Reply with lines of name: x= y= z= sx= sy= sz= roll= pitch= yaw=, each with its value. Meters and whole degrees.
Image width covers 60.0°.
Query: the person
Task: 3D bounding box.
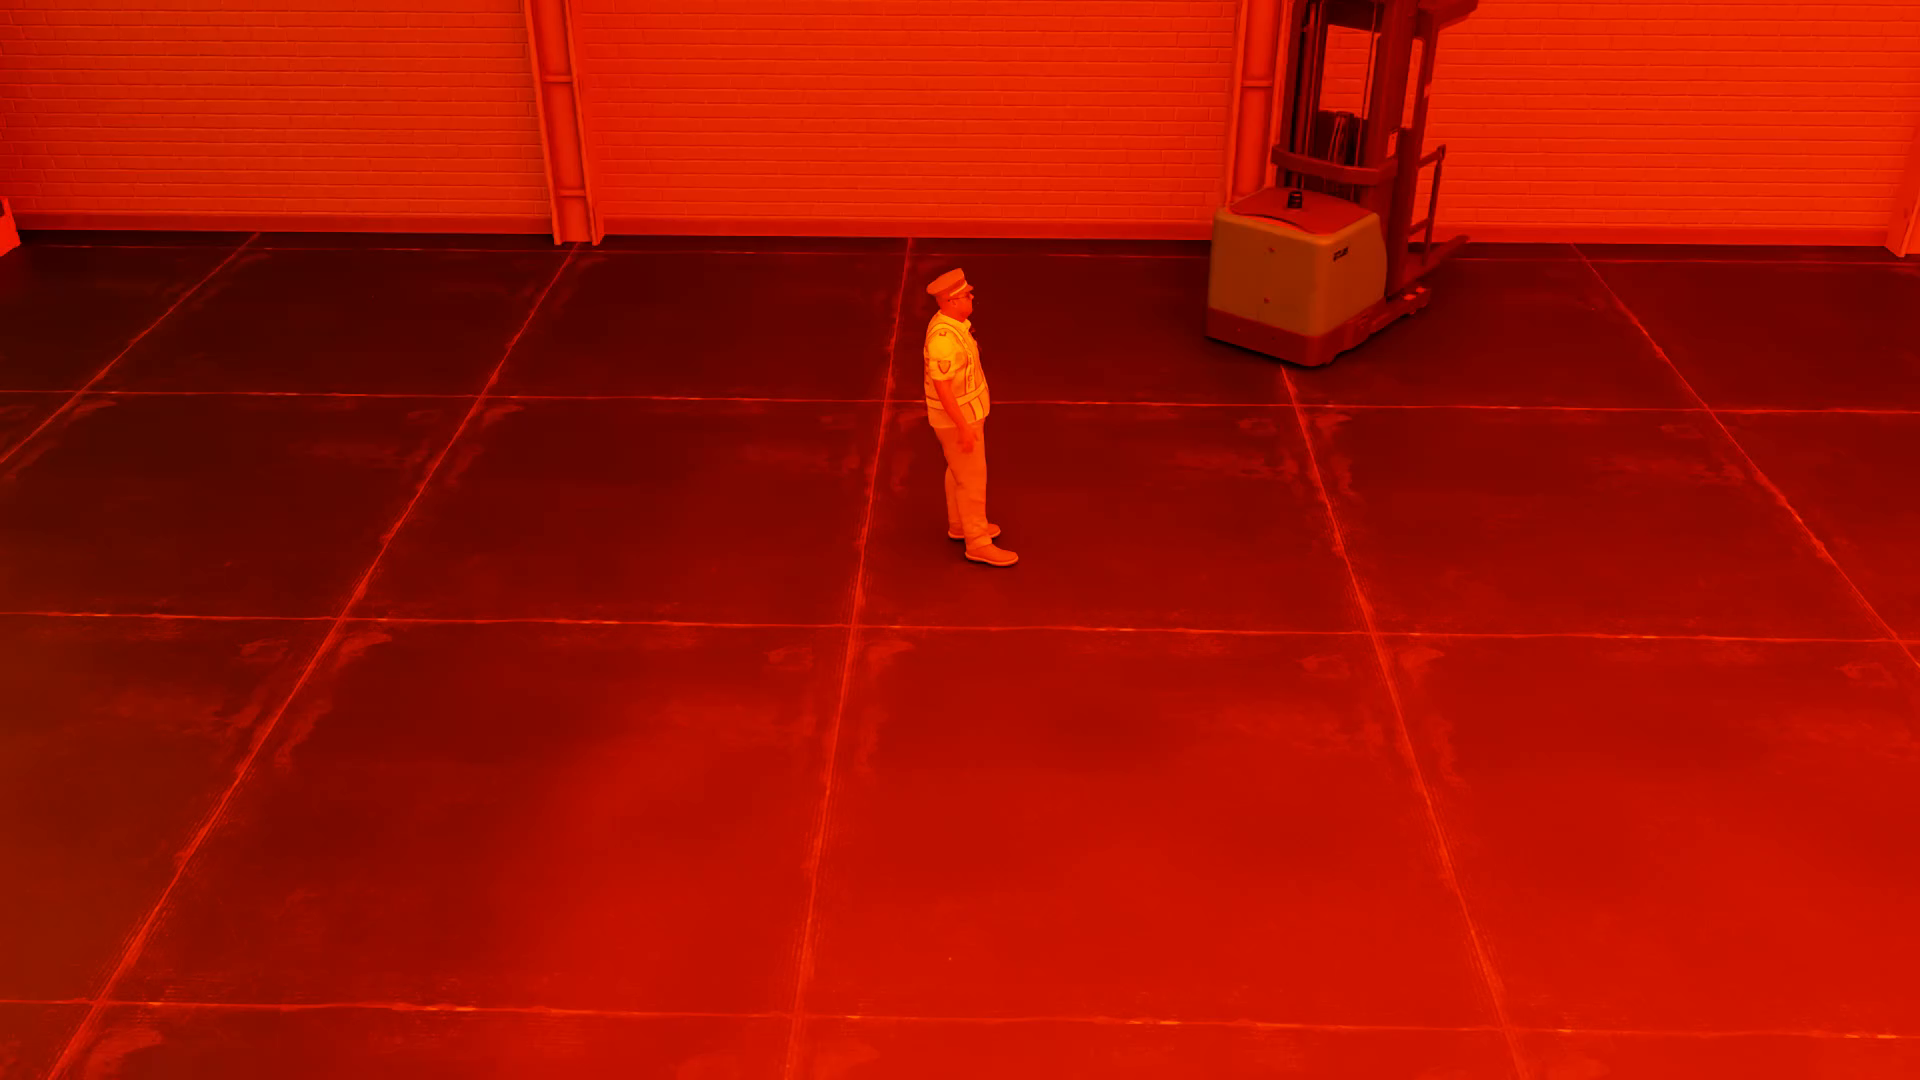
person: x=0.077 y=-0.766 z=10.031 sx=0.575 sy=1.780 sz=0.640 roll=1 pitch=31 yaw=1

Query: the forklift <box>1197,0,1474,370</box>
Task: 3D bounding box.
forklift: x=3.196 y=-3.223 z=13.081 sx=1.130 sy=2.935 sz=3.031 roll=23 pitch=38 yaw=34
